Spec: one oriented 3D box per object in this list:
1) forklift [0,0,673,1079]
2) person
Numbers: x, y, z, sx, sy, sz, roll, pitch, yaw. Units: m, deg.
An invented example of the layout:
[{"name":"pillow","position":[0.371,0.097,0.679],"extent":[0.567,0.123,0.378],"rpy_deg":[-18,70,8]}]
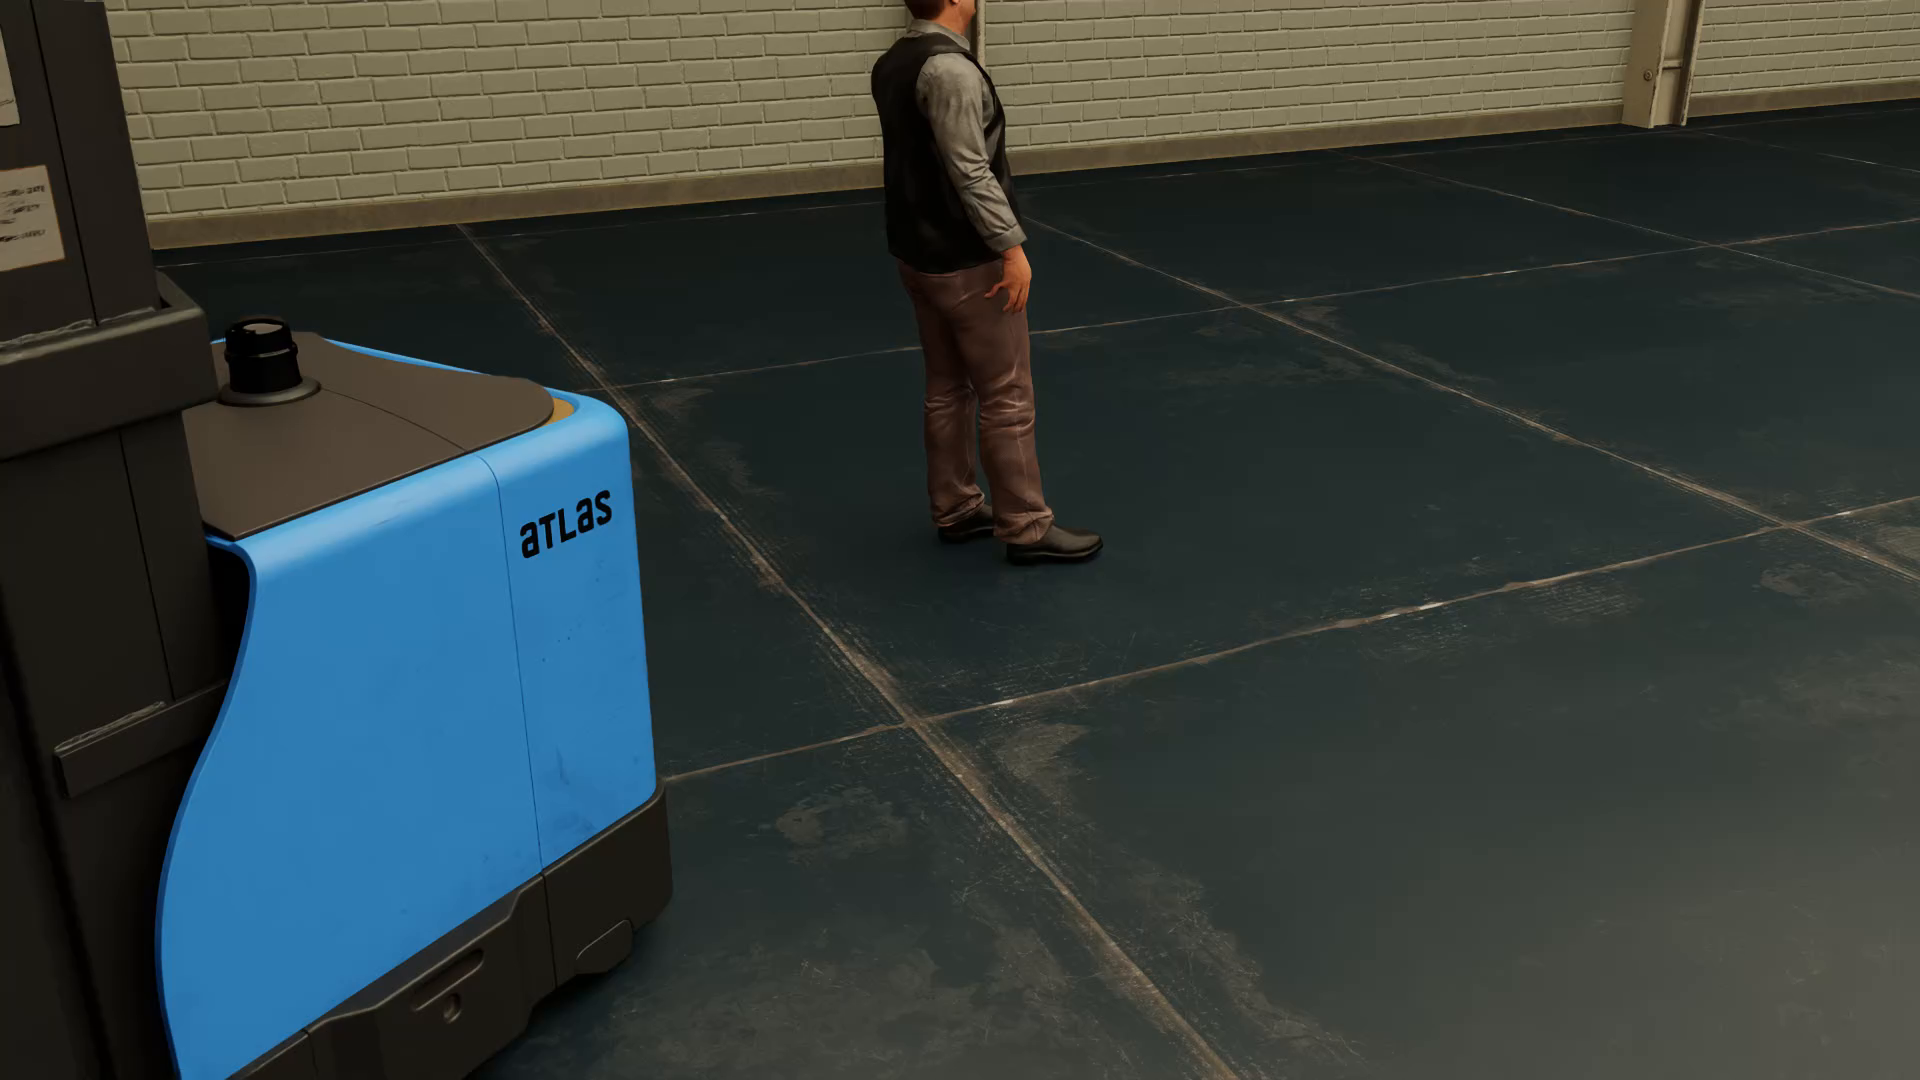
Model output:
[{"name":"forklift","position":[-1.772,-0.221,1.818],"extent":[1.130,2.935,3.031],"rpy_deg":[14,26,29]},{"name":"person","position":[0.060,-0.809,4.792],"extent":[0.566,1.722,0.633],"rpy_deg":[-10,25,-23]}]
